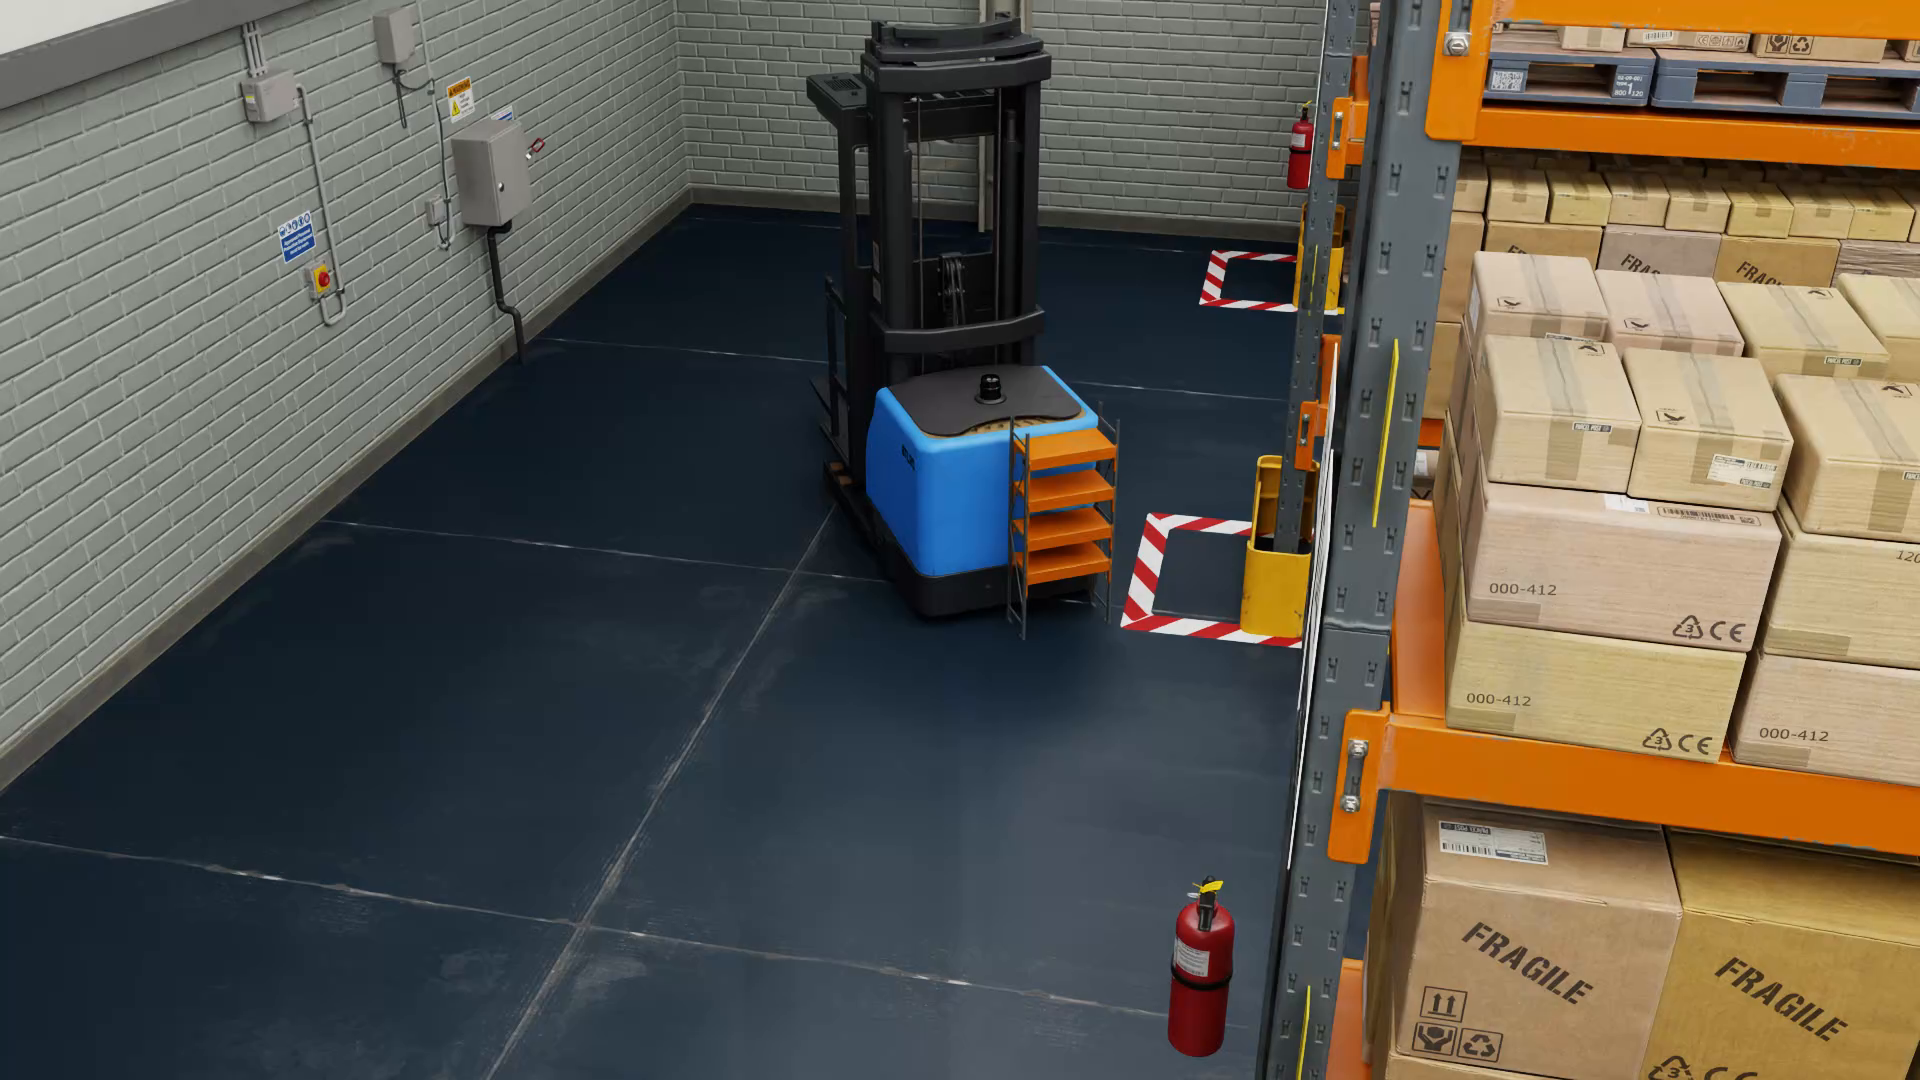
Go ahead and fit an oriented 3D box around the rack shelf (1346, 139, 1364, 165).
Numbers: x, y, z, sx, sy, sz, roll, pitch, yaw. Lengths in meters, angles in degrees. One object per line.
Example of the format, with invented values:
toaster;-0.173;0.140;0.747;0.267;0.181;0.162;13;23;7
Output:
rack shelf;4.787;-2.893;12.659;4.000;0.370;1.077;6;29;11

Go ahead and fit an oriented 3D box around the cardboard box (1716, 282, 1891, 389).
cardboard box;1.721;-0.395;3.445;0.250;0.149;0.380;5;29;9

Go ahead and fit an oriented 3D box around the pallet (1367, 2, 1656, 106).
pallet;2.526;-2.285;7.768;1.213;0.211;1.003;6;29;11

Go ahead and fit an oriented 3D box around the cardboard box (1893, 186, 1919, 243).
cardboard box;4.361;-1.457;7.467;0.250;0.149;0.380;6;29;10

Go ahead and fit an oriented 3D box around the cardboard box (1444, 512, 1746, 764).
cardboard box;1.249;0.172;3.344;0.500;0.250;0.500;7;29;12

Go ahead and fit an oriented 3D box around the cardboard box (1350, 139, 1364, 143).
cardboard box;3.095;-3.137;12.618;0.250;0.149;0.380;6;29;10

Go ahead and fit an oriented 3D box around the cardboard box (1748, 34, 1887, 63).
cardboard box;3.738;-2.392;7.227;0.500;0.500;0.500;6;29;11

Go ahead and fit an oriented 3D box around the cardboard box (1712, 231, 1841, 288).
cardboard box;3.708;-1.232;7.731;0.500;0.500;0.500;6;29;11

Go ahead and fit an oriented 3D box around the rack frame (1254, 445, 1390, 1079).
rack frame;0.863;1.257;4.330;0.127;3.000;1.000;6;29;11

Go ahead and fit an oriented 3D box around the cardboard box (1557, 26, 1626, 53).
cardboard box;2.814;-2.294;7.413;0.250;0.149;0.380;7;29;12

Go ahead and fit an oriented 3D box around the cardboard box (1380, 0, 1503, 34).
cardboard box;2.257;-2.553;7.780;0.500;0.250;0.500;3;29;6

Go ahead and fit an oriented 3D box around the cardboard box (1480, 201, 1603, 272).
cardboard box;2.715;-1.329;7.909;0.500;0.500;0.500;5;29;9

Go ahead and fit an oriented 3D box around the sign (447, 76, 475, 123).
sign;-3.354;-2.961;11.175;0.001;0.242;0.339;6;29;11

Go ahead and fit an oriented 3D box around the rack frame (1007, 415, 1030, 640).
rack frame;0.299;-0.051;8.594;0.015;1.200;0.240;-10;30;-17

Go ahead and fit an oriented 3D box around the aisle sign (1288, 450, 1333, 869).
aisle sign;0.729;0.251;3.462;0.004;0.787;0.394;6;29;11

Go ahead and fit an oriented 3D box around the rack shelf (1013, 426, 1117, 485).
rack shelf;0.529;-0.434;8.475;0.480;0.148;0.258;-10;30;-17

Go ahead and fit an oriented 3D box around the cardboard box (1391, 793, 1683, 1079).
cardboard box;1.247;0.814;3.684;0.500;0.500;0.500;6;29;10

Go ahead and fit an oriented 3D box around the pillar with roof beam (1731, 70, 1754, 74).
pillar with roof beam;5.351;-4.111;7.888;0.400;9.000;9.100;6;29;11

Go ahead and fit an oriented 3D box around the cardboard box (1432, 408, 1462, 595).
cardboard box;1.363;-0.071;3.789;0.500;0.250;0.500;5;29;9

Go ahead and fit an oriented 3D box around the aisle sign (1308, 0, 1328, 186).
aisle sign;1.667;-2.089;7.735;0.004;0.787;0.394;6;29;11

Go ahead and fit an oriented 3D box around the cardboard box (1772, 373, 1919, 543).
cardboard box;1.628;-0.152;3.001;0.250;0.149;0.380;6;29;10

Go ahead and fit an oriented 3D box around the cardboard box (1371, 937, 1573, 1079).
cardboard box;1.244;1.258;3.915;0.500;0.500;0.500;7;30;13

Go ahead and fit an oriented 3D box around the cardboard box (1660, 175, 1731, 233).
cardboard box;3.353;-1.542;7.622;0.250;0.149;0.380;6;29;11

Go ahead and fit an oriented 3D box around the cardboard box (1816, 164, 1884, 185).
cardboard box;4.196;-1.701;7.913;0.250;0.149;0.380;6;29;10

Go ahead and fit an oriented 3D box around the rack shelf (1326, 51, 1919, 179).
rack shelf;3.754;-1.877;7.681;4.000;0.370;1.077;6;29;11

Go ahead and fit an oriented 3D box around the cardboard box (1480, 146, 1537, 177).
cardboard box;2.714;-1.902;8.280;0.250;0.149;0.380;6;29;10

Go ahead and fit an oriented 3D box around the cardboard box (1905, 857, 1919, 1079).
cardboard box;2.246;0.924;3.483;0.500;0.500;0.500;5;29;9

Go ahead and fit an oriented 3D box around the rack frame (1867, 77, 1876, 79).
rack frame;6.743;-3.008;12.120;0.127;3.000;1.000;6;29;11

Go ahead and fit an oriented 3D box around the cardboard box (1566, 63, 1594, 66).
cardboard box;4.685;-3.480;12.049;0.500;0.500;0.500;7;29;12

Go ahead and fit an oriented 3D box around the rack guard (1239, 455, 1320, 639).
rack guard;1.774;0.017;9.199;0.348;0.500;1.175;6;29;11

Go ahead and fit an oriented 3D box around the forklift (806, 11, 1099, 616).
forklift;-0.207;-1.571;9.568;1.130;2.935;3.031;-10;30;-17

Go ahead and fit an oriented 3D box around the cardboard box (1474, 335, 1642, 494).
cardboard box;1.132;-0.247;3.175;0.250;0.149;0.380;6;29;10

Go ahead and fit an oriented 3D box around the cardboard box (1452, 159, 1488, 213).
cardboard box;2.359;-1.686;7.885;0.250;0.149;0.380;7;29;12

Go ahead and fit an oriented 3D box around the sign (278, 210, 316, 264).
sign;-3.791;-1.734;9.512;0.001;0.218;0.327;6;29;11

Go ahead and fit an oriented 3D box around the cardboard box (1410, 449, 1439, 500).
cardboard box;2.464;-0.119;9.074;0.875;0.438;0.875;5;29;9

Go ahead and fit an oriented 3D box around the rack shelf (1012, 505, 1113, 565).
rack shelf;0.529;-0.031;8.696;0.480;0.148;0.258;-10;30;-17

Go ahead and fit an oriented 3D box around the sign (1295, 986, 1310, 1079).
sign;0.750;1.132;3.656;0.005;0.325;0.100;6;29;11

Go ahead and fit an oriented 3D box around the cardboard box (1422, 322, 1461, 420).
cardboard box;2.207;-0.938;8.236;0.500;0.500;0.500;6;29;10

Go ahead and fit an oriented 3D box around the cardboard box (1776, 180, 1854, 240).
cardboard box;3.862;-1.500;7.546;0.250;0.149;0.380;6;29;11

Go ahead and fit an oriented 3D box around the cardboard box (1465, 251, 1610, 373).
cardboard box;1.250;-0.491;3.621;0.250;0.149;0.380;6;29;10

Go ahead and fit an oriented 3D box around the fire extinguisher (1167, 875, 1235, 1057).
fire extinguisher;0.713;1.213;4.880;0.183;0.674;0.296;6;29;11

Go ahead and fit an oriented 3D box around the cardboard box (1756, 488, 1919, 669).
cardboard box;1.749;0.006;3.127;0.500;0.250;0.500;6;29;10

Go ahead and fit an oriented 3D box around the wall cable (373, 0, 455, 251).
wall cable;-3.437;-2.745;10.582;0.122;1.984;0.588;6;29;11

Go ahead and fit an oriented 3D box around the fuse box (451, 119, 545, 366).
fuse box;-3.140;-2.039;11.692;0.414;1.711;0.539;6;29;11

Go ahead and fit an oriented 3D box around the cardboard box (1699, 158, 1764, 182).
cardboard box;3.703;-1.765;8.030;0.250;0.149;0.380;7;29;12

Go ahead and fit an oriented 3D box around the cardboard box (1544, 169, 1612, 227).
cardboard box;2.850;-1.588;7.706;0.250;0.149;0.380;5;29;9

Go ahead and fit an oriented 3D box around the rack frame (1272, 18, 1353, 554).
rack frame;1.798;-1.077;8.594;0.127;3.000;1.000;6;29;11

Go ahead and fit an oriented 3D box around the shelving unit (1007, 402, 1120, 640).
shelving unit;0.529;-0.090;8.664;0.503;1.200;0.258;-10;30;-17

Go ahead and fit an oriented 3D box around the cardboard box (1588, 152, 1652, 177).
cardboard box;3.193;-1.798;8.090;0.250;0.149;0.380;6;29;10

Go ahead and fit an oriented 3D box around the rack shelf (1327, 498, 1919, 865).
rack shelf;2.819;0.458;3.416;4.000;0.370;1.077;6;29;11
